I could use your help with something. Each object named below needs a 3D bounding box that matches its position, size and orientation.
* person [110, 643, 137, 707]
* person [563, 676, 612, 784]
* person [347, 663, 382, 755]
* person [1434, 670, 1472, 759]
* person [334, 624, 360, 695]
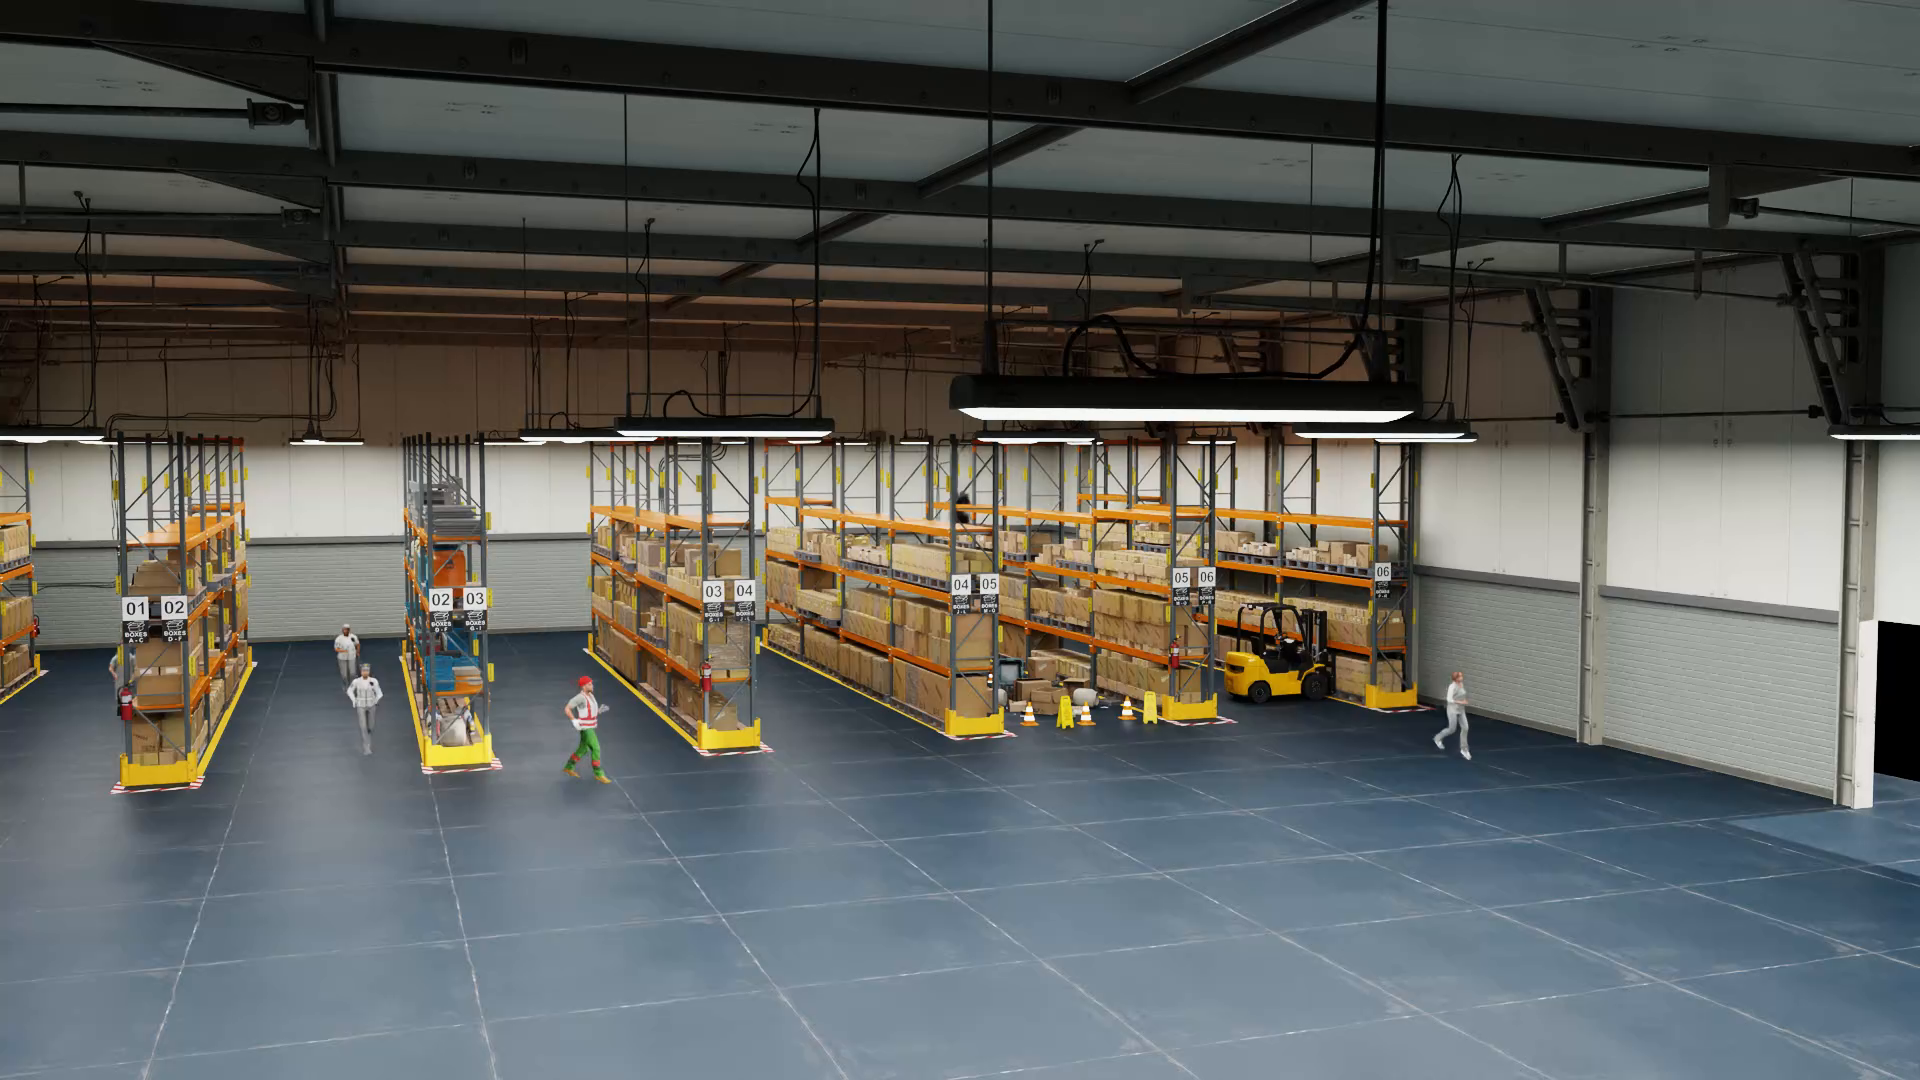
[{"bbox_3d":[-17.618,2.974,35.061,0.548,1.604,0.558,-2,4,-27],"label":"person"},{"bbox_3d":[-6.369,3.230,28.372,0.918,1.814,0.656,0,3,7],"label":"person"},{"bbox_3d":[-11.211,3.158,31.352,0.618,1.694,0.826,-1,3,-25],"label":"person"},{"bbox_3d":[9.166,3.226,30.891,0.568,1.641,0.826,-3,4,-40],"label":"person"},{"bbox_3d":[-14.135,2.767,38.393,0.579,1.648,0.643,-1,3,-22],"label":"person"}]
